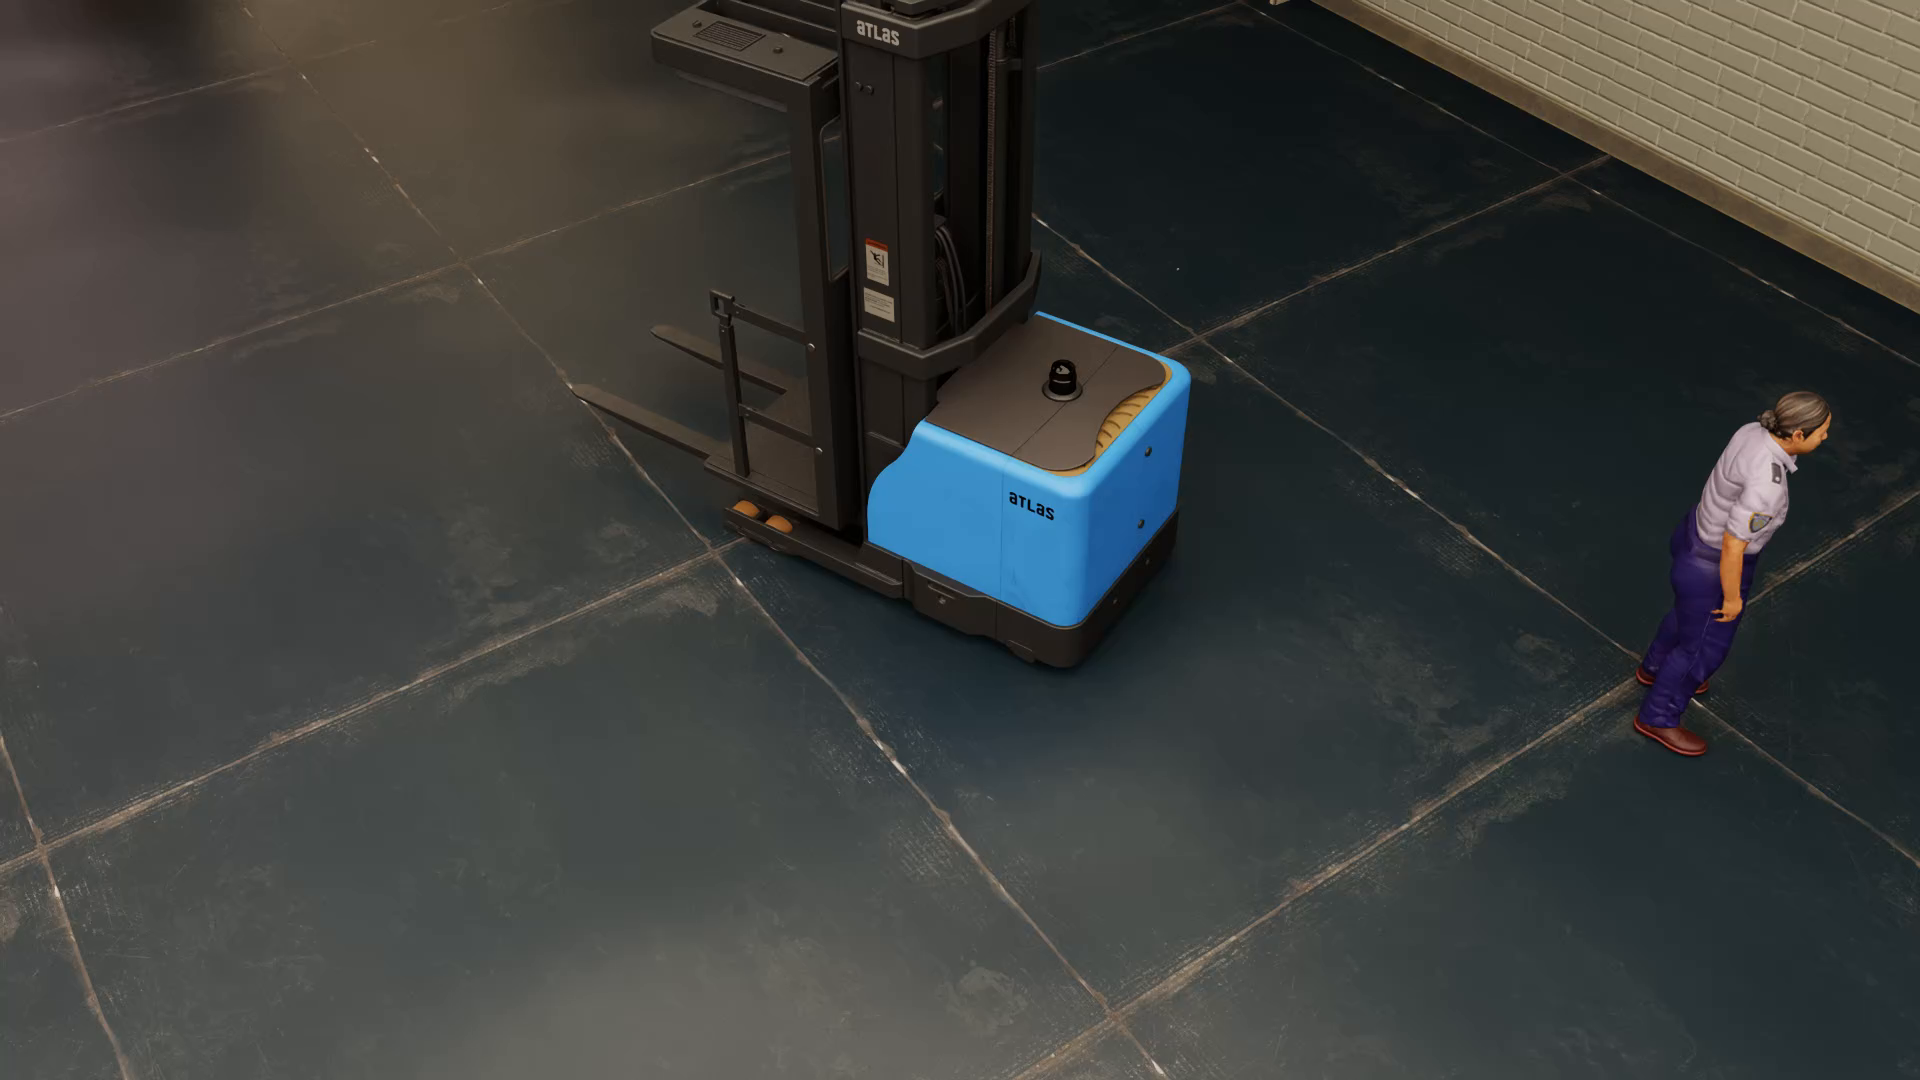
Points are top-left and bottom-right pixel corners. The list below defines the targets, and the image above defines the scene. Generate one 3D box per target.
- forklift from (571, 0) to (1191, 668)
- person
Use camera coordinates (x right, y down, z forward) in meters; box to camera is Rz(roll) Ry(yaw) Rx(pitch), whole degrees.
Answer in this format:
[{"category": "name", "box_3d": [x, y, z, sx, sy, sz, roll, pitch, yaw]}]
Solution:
[{"category": "forklift", "box_3d": [-0.511, -1.302, 7.129, 3.031, 2.935, 1.130, 24, 48, 24]}, {"category": "person", "box_3d": [3.004, 0.094, 6.560, 0.376, 1.651, 0.561, 12, 44, 12]}]
